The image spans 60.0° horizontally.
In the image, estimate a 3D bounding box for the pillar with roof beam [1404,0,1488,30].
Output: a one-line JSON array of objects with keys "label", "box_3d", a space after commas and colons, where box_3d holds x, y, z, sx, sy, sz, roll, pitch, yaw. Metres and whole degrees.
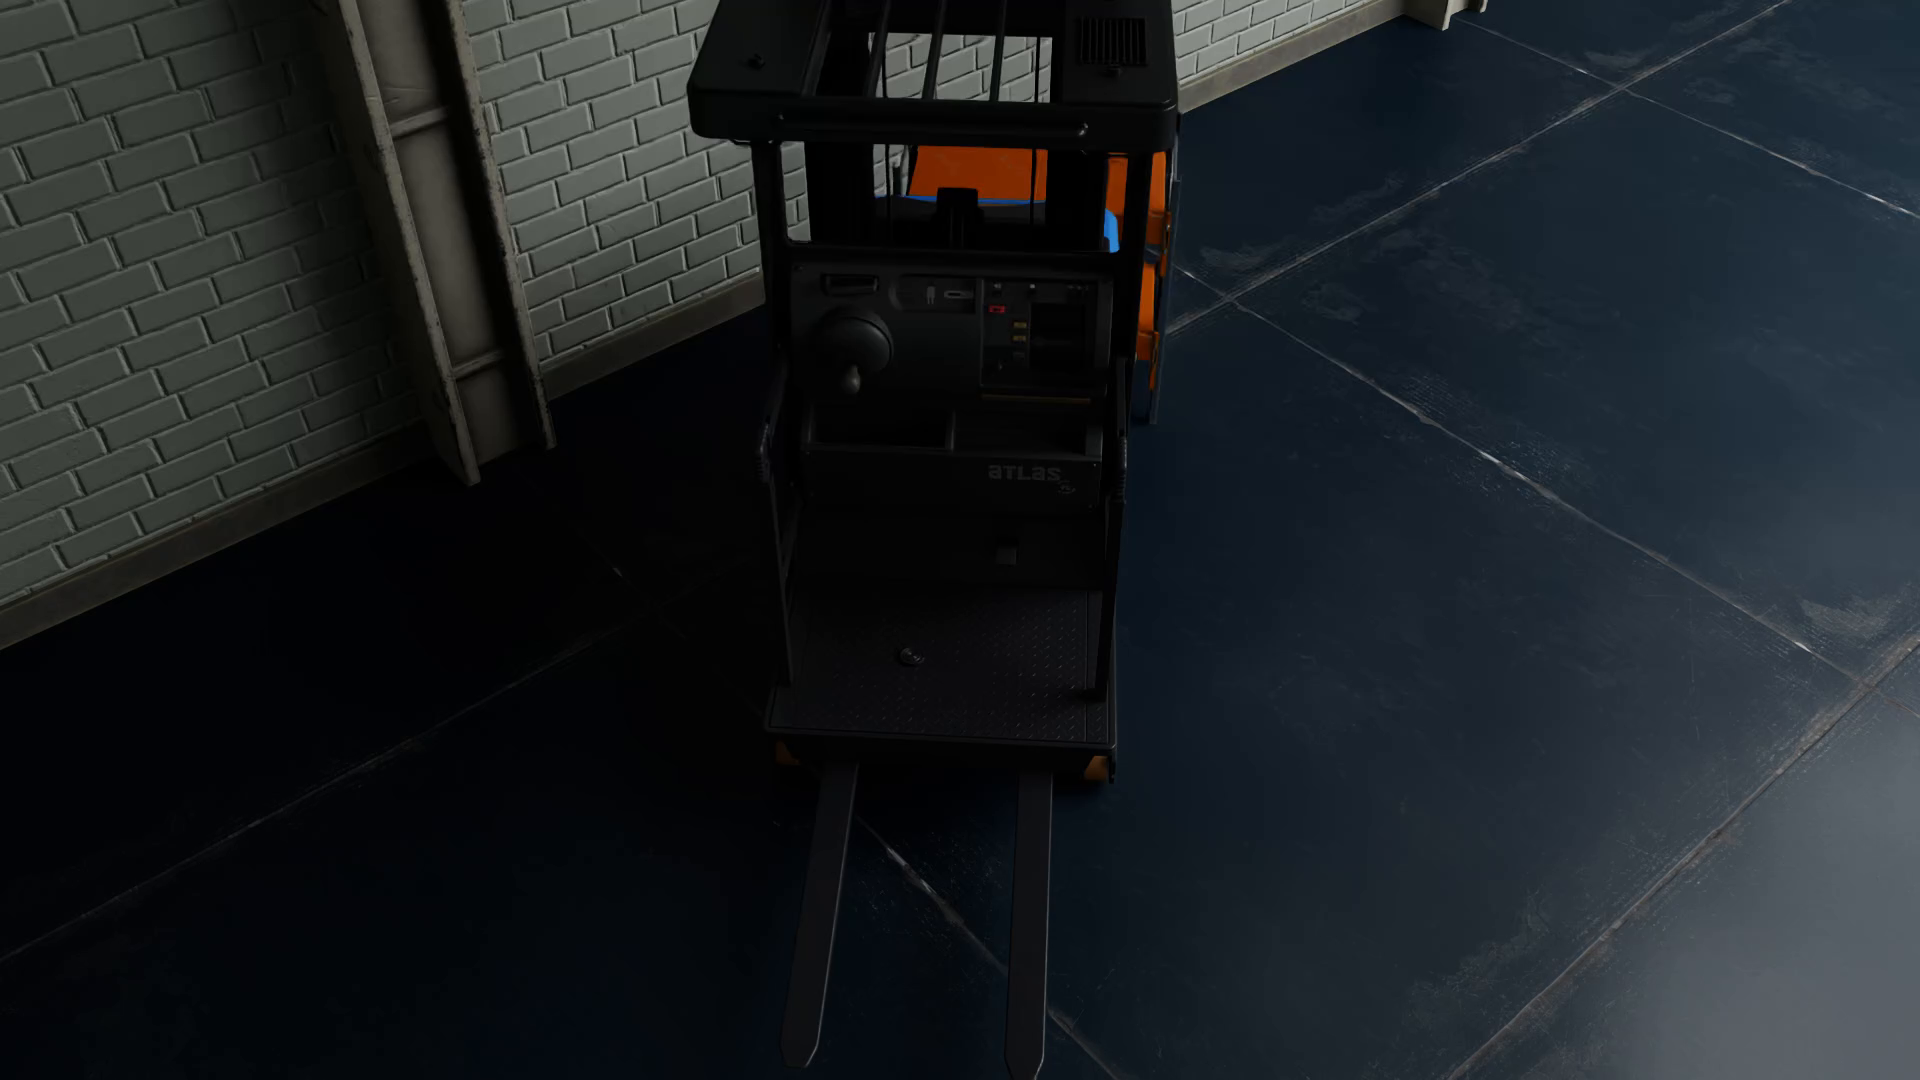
[{"label": "pillar with roof beam", "box_3d": [5.505, -4.029, 3.966, 0.400, 9.000, 9.100, -30, 51, -28]}]

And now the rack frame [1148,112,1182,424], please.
[{"label": "rack frame", "box_3d": [0.805, -1.051, 6.547, 0.032, 1.125, 0.500, 4, 43, 4]}]

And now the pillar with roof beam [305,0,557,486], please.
[{"label": "pillar with roof beam", "box_3d": [0.902, -1.393, 1.160, 0.400, 9.000, 9.100, -30, 51, -28]}]

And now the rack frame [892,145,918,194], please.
[{"label": "rack frame", "box_3d": [-0.206, -1.122, 6.623, 0.032, 1.125, 0.500, 4, 43, 4]}]

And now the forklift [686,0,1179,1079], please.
[{"label": "forklift", "box_3d": [-0.038, -0.522, 4.665, 1.130, 2.935, 3.031, 3, 43, 3]}]

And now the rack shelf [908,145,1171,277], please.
[{"label": "rack shelf", "box_3d": [0.300, -1.300, 6.385, 1.000, 0.278, 0.538, 4, 43, 4]}]

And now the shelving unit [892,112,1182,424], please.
[{"label": "shelving unit", "box_3d": [0.300, -1.086, 6.585, 1.048, 1.125, 0.538, 4, 43, 4]}]

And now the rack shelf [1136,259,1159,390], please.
[{"label": "rack shelf", "box_3d": [0.300, -0.908, 6.752, 1.000, 0.278, 0.538, 4, 43, 4]}]
